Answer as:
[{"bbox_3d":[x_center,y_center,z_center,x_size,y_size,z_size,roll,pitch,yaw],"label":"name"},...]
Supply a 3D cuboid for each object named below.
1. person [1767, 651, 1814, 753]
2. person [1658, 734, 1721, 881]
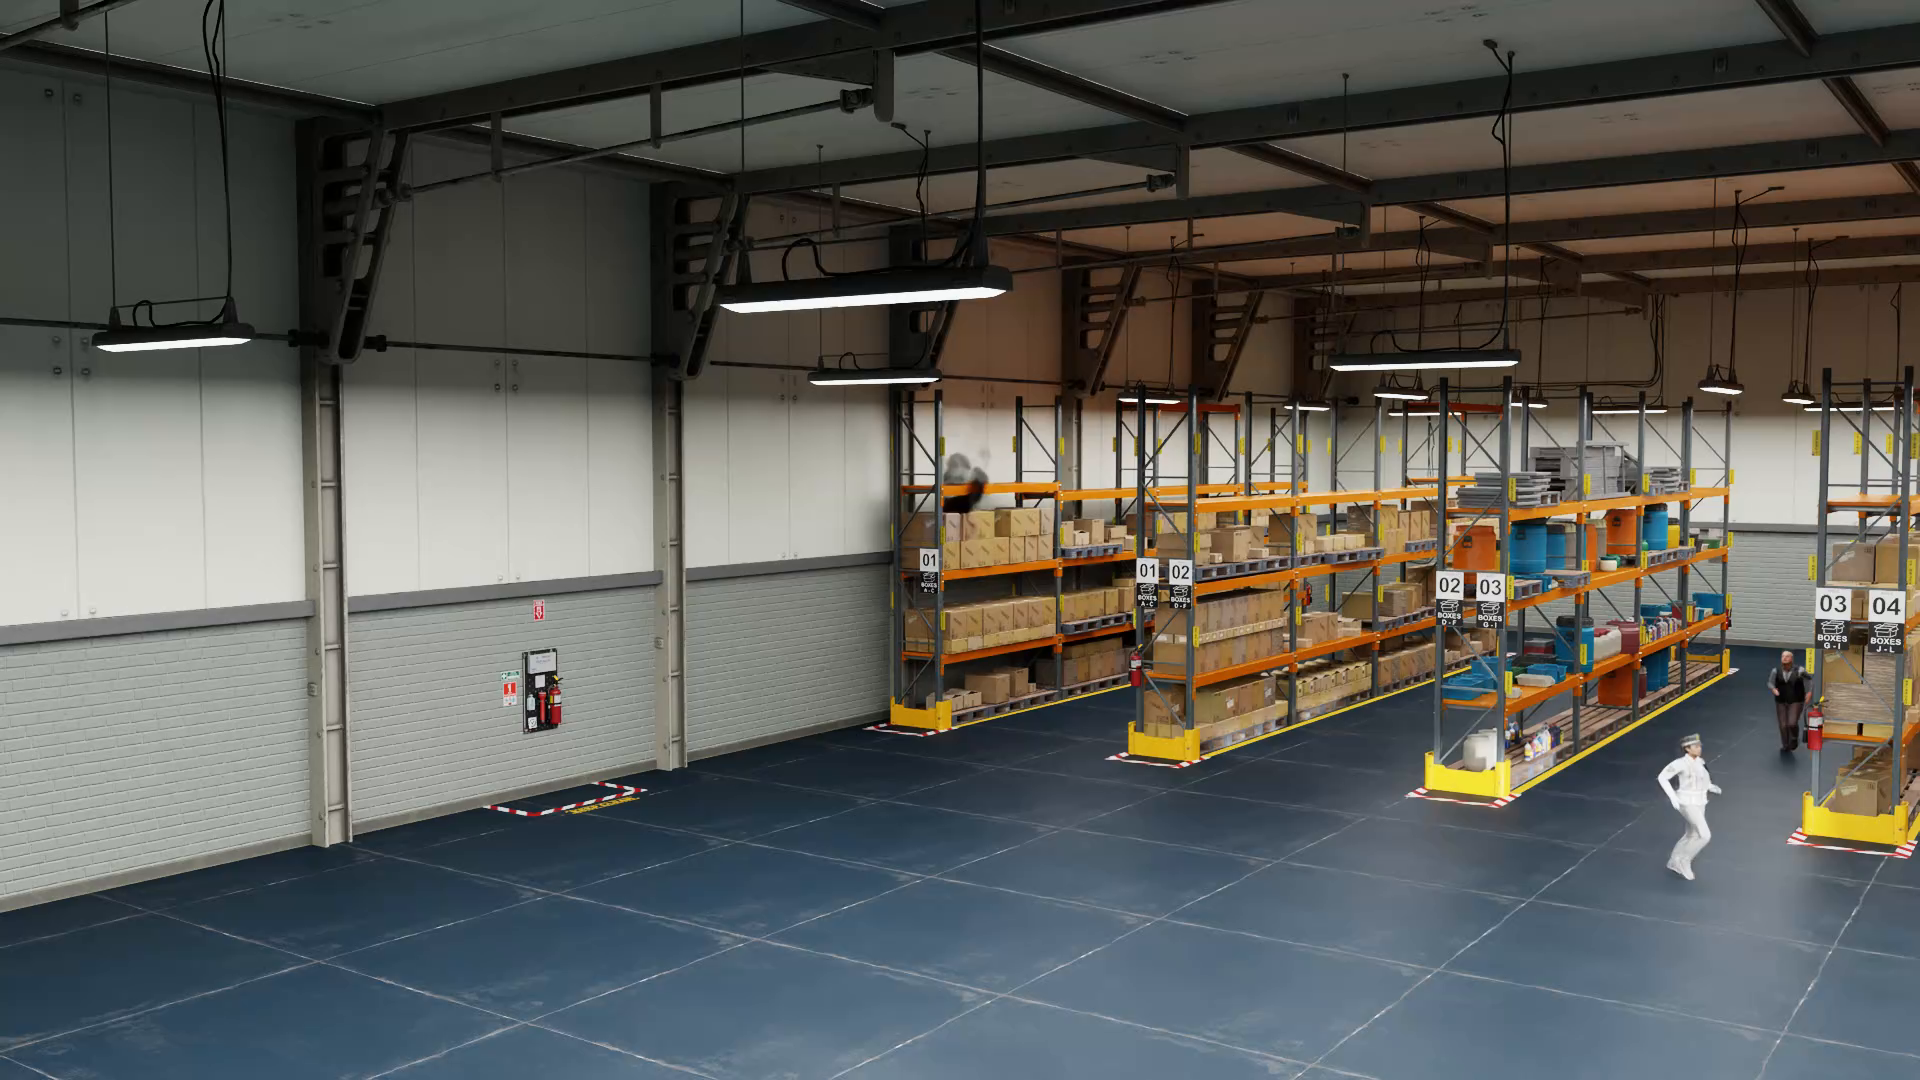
[{"bbox_3d":[13.428,2.637,26.918,0.675,1.675,0.756,3,4,41],"label":"person"},{"bbox_3d":[8.464,3.075,19.194,0.582,1.690,0.658,-2,4,-34],"label":"person"}]
